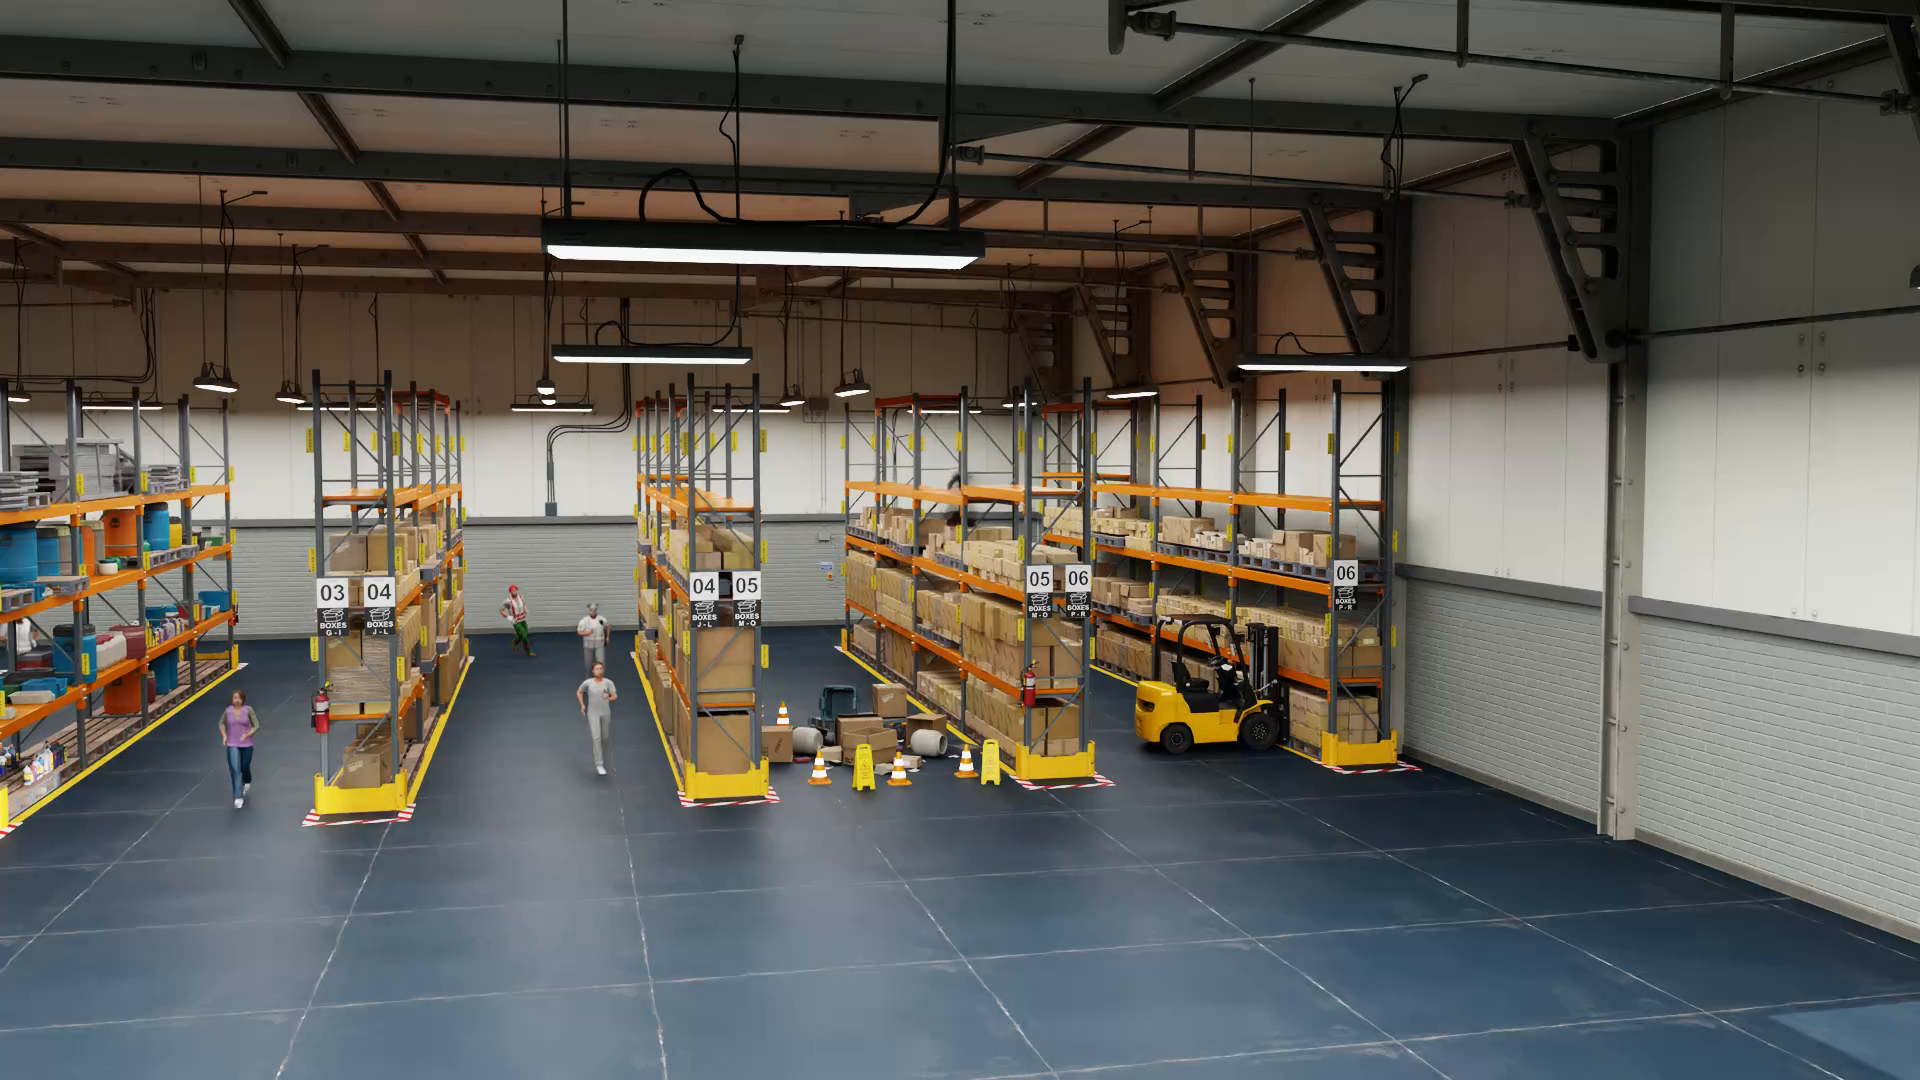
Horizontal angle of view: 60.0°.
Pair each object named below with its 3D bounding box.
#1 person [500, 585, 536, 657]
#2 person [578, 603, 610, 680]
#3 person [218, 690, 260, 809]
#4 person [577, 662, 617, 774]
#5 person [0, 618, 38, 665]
[{"bbox_3d":[-10.450,1.899,38.981,0.856,1.718,0.689,2,4,35],"label":"person"},{"bbox_3d":[-7.385,2.187,33.588,0.653,1.862,0.795,-1,3,-15],"label":"person"},{"bbox_3d":[-10.012,2.869,23.101,0.546,1.596,0.799,-1,3,-18],"label":"person"},{"bbox_3d":[-5.519,2.676,25.378,0.564,1.655,0.969,-2,4,-26],"label":"person"},{"bbox_3d":[-18.436,2.197,32.567,0.674,1.786,0.967,-2,4,-28],"label":"person"}]
